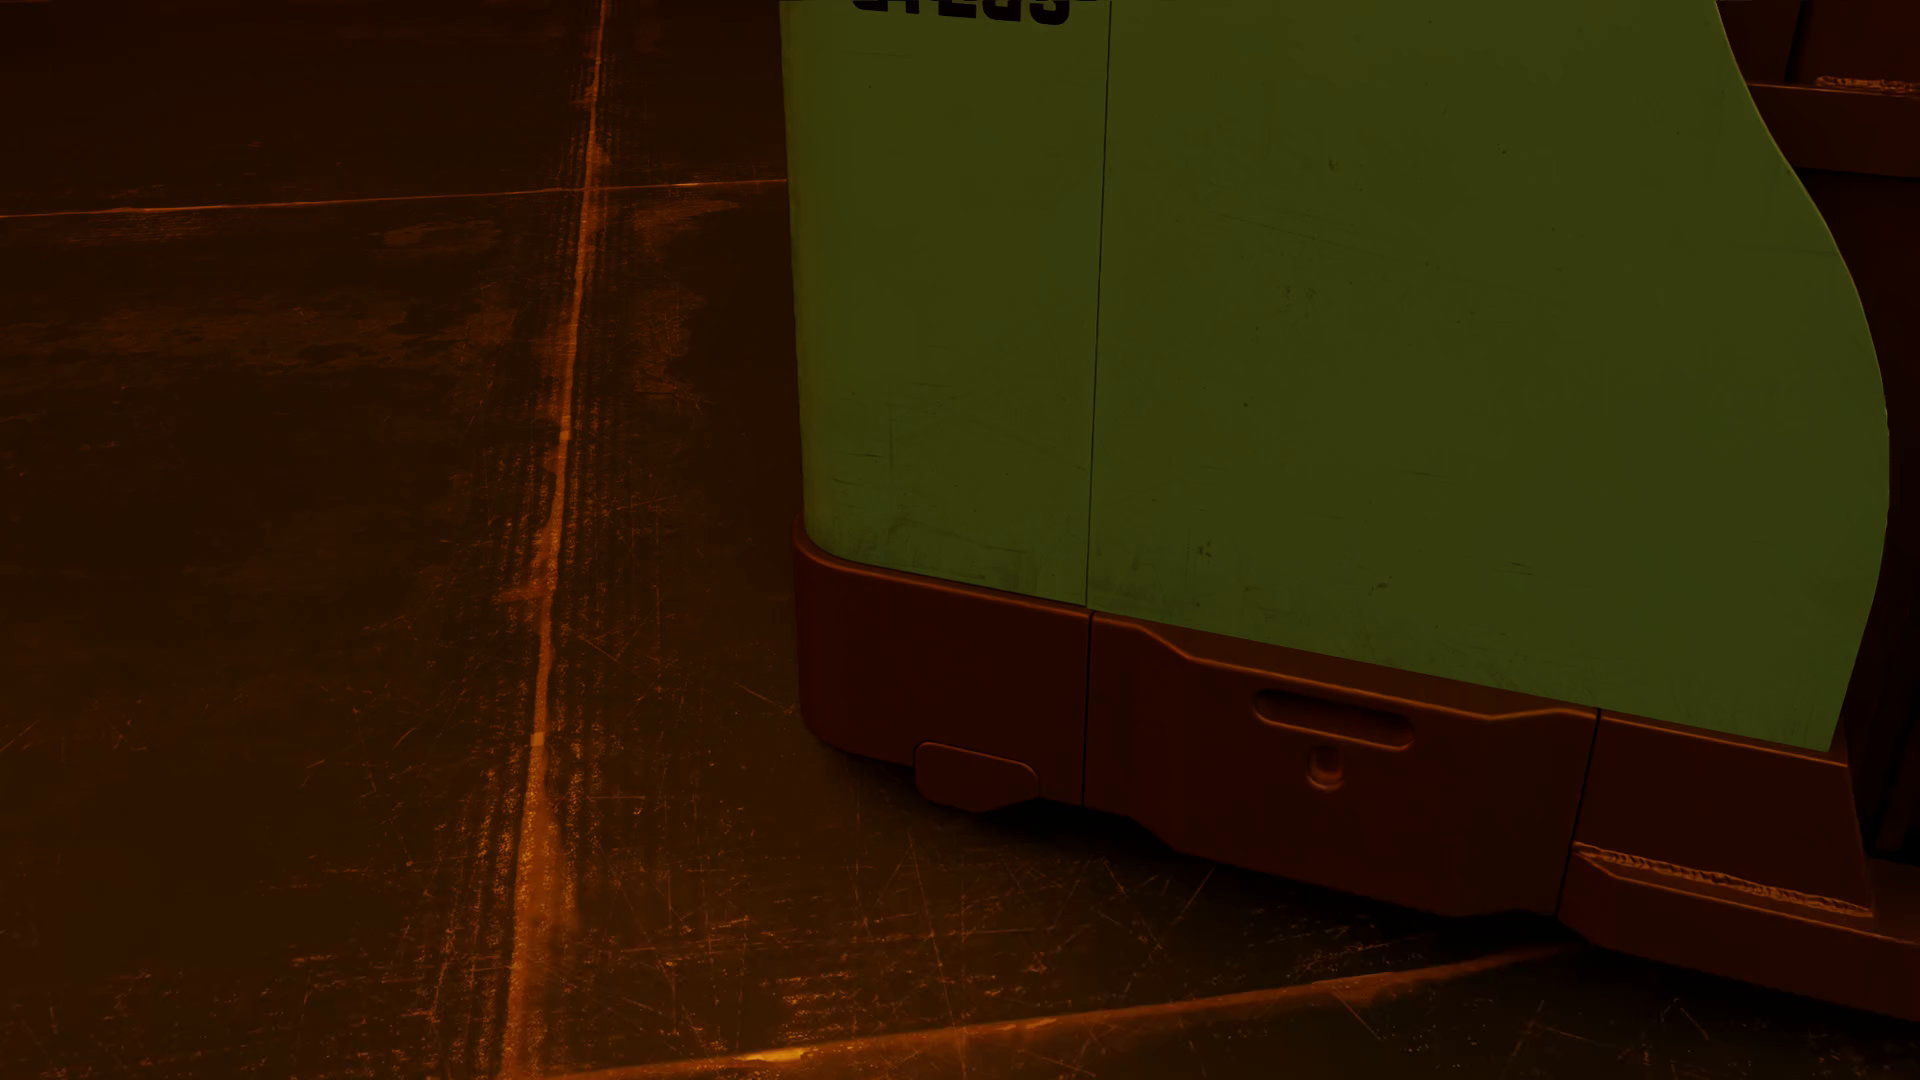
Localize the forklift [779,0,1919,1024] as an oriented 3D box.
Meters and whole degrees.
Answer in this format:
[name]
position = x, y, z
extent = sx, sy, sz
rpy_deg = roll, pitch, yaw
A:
[forklift]
position = 1.381, -0.974, 1.209
extent = 3.031, 2.935, 1.130
rpy_deg = 10, 30, 19
